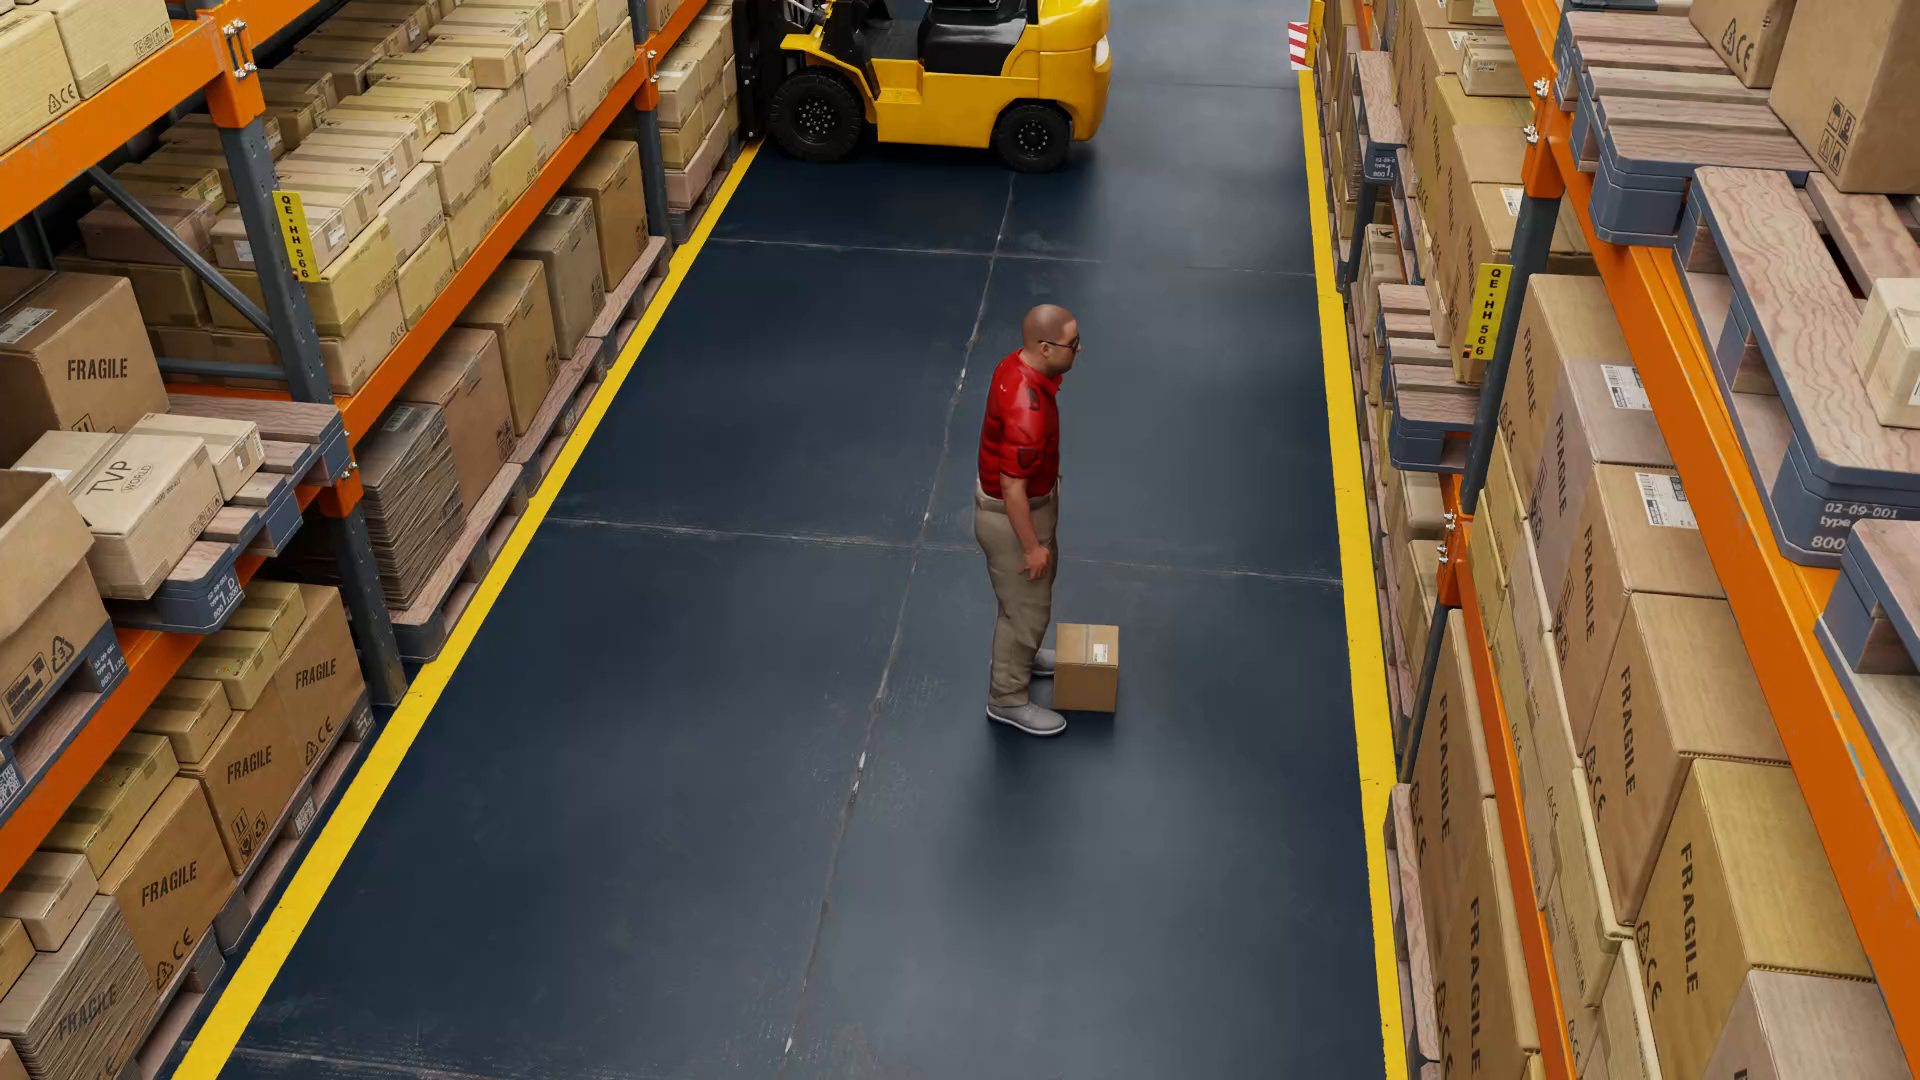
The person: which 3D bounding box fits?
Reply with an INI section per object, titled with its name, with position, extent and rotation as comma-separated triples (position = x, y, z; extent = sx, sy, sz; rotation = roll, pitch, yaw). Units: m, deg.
[person]
position = 0.254, -0.101, 6.298
extent = 0.389, 1.727, 0.606
rotation = 2, 36, 3
